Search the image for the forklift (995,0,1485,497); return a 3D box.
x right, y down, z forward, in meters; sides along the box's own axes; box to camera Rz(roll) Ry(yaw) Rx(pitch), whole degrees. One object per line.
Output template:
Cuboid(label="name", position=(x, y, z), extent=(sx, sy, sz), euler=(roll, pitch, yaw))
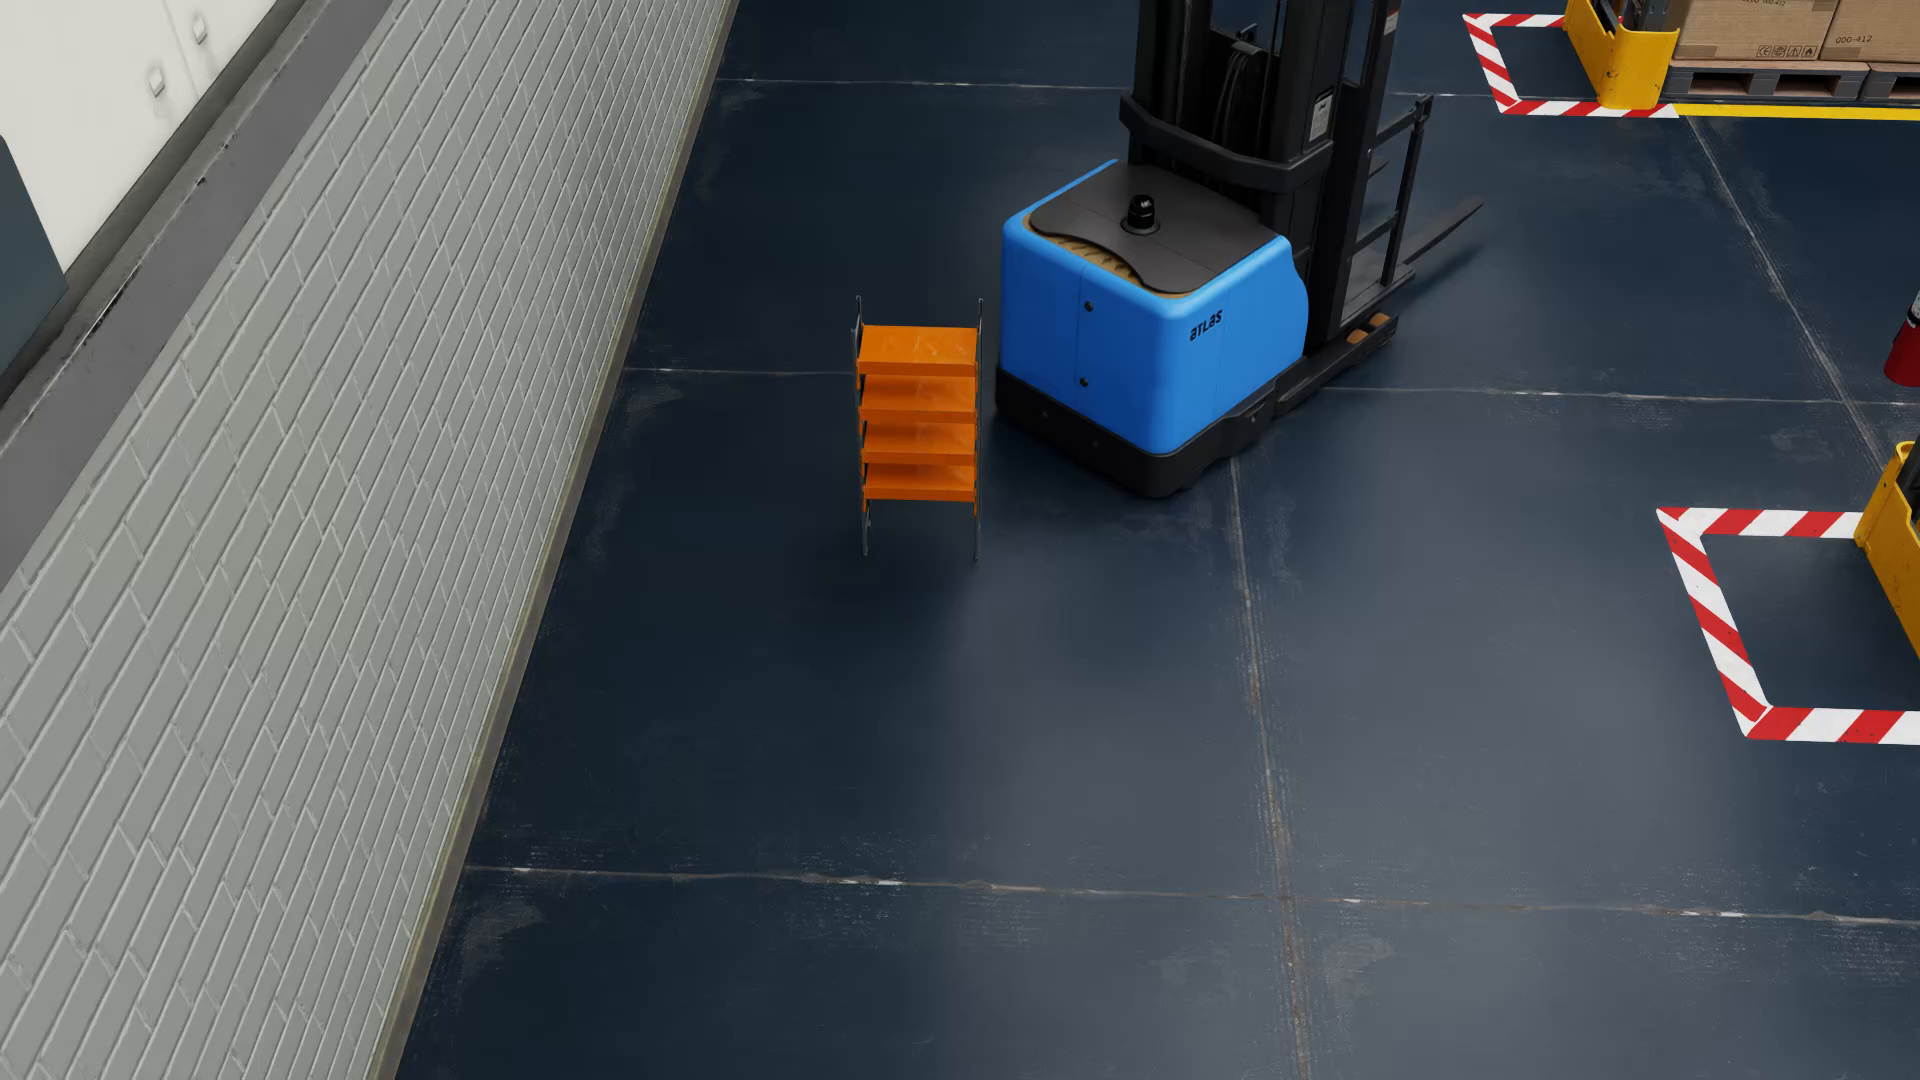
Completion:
Cuboid(label="forklift", position=(1.552, -2.171, 7.516), extent=(1.130, 2.935, 3.031), euler=(33, 52, 30))

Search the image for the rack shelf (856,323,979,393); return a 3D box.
Cuboid(label="rack shelf", position=(-0.165, -0.732, 6.664), extent=(0.480, 0.148, 0.258), euler=(2, 43, 2))

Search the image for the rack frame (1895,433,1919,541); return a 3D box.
Cuboid(label="rack frame", position=(4.021, -0.750, 5.940), extent=(0.127, 3.000, 1.000), euler=(2, 43, 2))

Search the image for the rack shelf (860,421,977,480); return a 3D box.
Cuboid(label="rack shelf", position=(-0.165, -0.395, 6.978), extent=(0.480, 0.148, 0.258), euler=(2, 43, 2))

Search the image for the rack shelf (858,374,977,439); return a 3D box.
Cuboid(label="rack shelf", position=(-0.165, -0.559, 6.825), extent=(0.480, 0.148, 0.258), euler=(2, 43, 2))

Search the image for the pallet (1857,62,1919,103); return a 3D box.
Cuboid(label="pallet", position=(6.161, -3.093, 10.500), extent=(1.213, 0.211, 1.003), euler=(2, 43, 2))

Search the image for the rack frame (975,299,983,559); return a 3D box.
Cuboid(label="rack frame", position=(0.078, -0.437, 6.924), extent=(0.015, 1.200, 0.240), euler=(2, 43, 2))

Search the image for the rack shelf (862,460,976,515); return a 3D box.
Cuboid(label="rack shelf", position=(-0.165, -0.250, 7.113), extent=(0.480, 0.148, 0.258), euler=(2, 43, 2))

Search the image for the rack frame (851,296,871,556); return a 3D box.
Cuboid(label="rack frame", position=(-0.409, -0.452, 6.940), extent=(0.015, 1.200, 0.240), euler=(2, 43, 2))

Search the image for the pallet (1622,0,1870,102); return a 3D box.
Cuboid(label="pallet", position=(4.945, -3.132, 10.543), extent=(1.213, 0.211, 1.003), euler=(2, 43, 2))

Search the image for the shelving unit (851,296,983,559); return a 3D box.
Cuboid(label="shelving unit", position=(-0.165, -0.444, 6.932), extent=(0.503, 1.200, 0.258), euler=(2, 43, 2))

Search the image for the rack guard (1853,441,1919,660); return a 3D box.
Cuboid(label="rack guard", position=(4.097, 0.167, 6.789), extent=(0.348, 0.500, 1.175), euler=(2, 43, 2))

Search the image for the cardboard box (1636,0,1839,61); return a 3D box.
Cuboid(label="cardboard box", position=(4.807, -3.388, 10.343), extent=(0.875, 0.438, 0.875), euler=(0, 43, 0))

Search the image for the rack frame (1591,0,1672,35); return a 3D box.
Cuboid(label="rack frame", position=(4.143, -4.124, 9.561), extent=(0.127, 3.000, 1.000), euler=(2, 43, 2))

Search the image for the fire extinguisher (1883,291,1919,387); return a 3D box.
Cuboid(label="fire extinguisher", position=(3.790, -0.907, 6.439), extent=(0.183, 0.674, 0.296), euler=(2, 43, 2))

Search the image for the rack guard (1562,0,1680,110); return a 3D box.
Cuboid(label="rack guard", position=(4.119, -3.210, 10.414), extent=(0.348, 0.500, 1.175), euler=(2, 43, 2))

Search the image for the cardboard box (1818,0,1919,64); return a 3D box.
Cuboid(label="cardboard box", position=(5.721, -3.365, 10.319), extent=(0.875, 0.438, 0.875), euler=(3, 43, 3))
